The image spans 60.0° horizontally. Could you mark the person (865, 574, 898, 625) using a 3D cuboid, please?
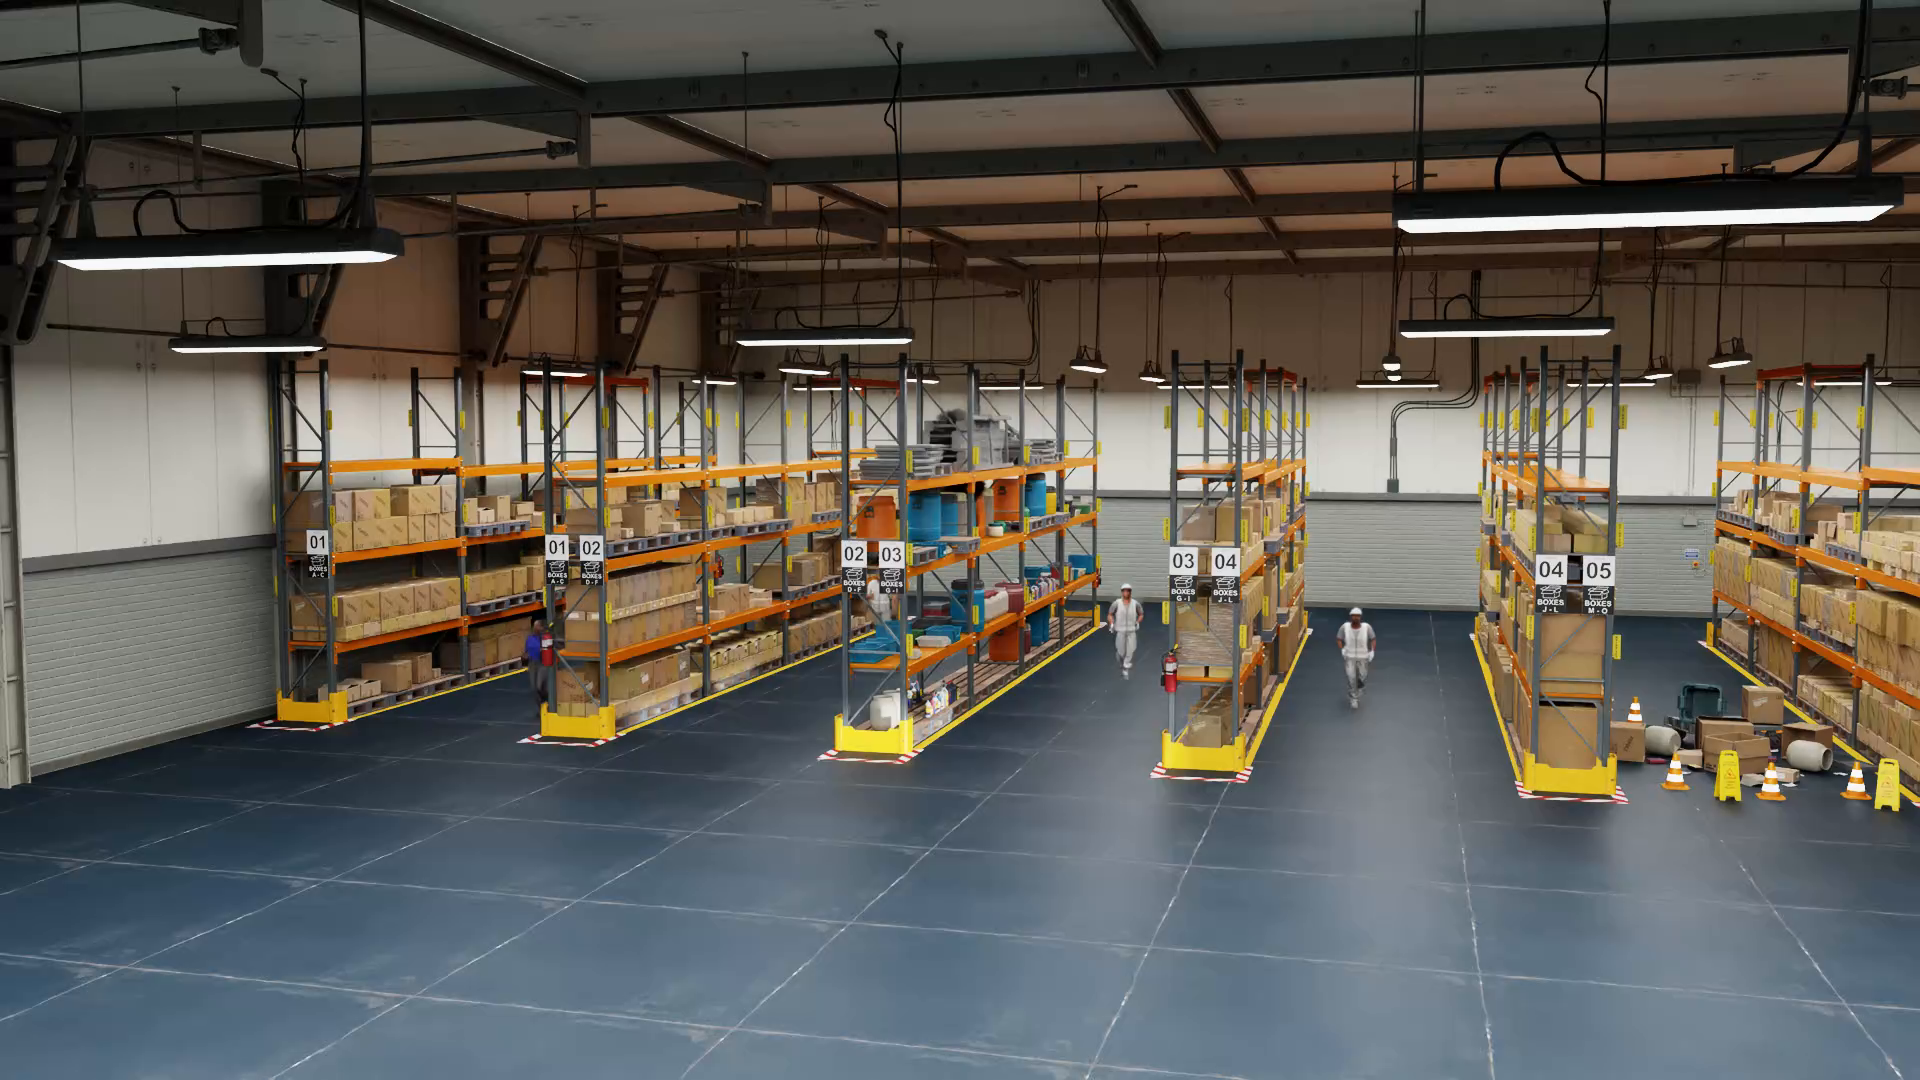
[{"bbox_3d":[-1.589,1.447,33.343,0.643,1.882,0.784,1,4,9],"label":"person"}]

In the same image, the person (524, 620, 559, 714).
[{"bbox_3d":[-7.118,2.170,28.052,0.561,1.636,0.599,1,4,11],"label":"person"}]

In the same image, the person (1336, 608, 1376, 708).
[{"bbox_3d":[6.935,2.043,29.149,0.691,1.738,0.634,1,4,8],"label":"person"}]

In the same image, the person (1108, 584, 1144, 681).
[{"bbox_3d":[3.026,1.667,30.259,0.658,1.752,0.606,0,4,0],"label":"person"}]
